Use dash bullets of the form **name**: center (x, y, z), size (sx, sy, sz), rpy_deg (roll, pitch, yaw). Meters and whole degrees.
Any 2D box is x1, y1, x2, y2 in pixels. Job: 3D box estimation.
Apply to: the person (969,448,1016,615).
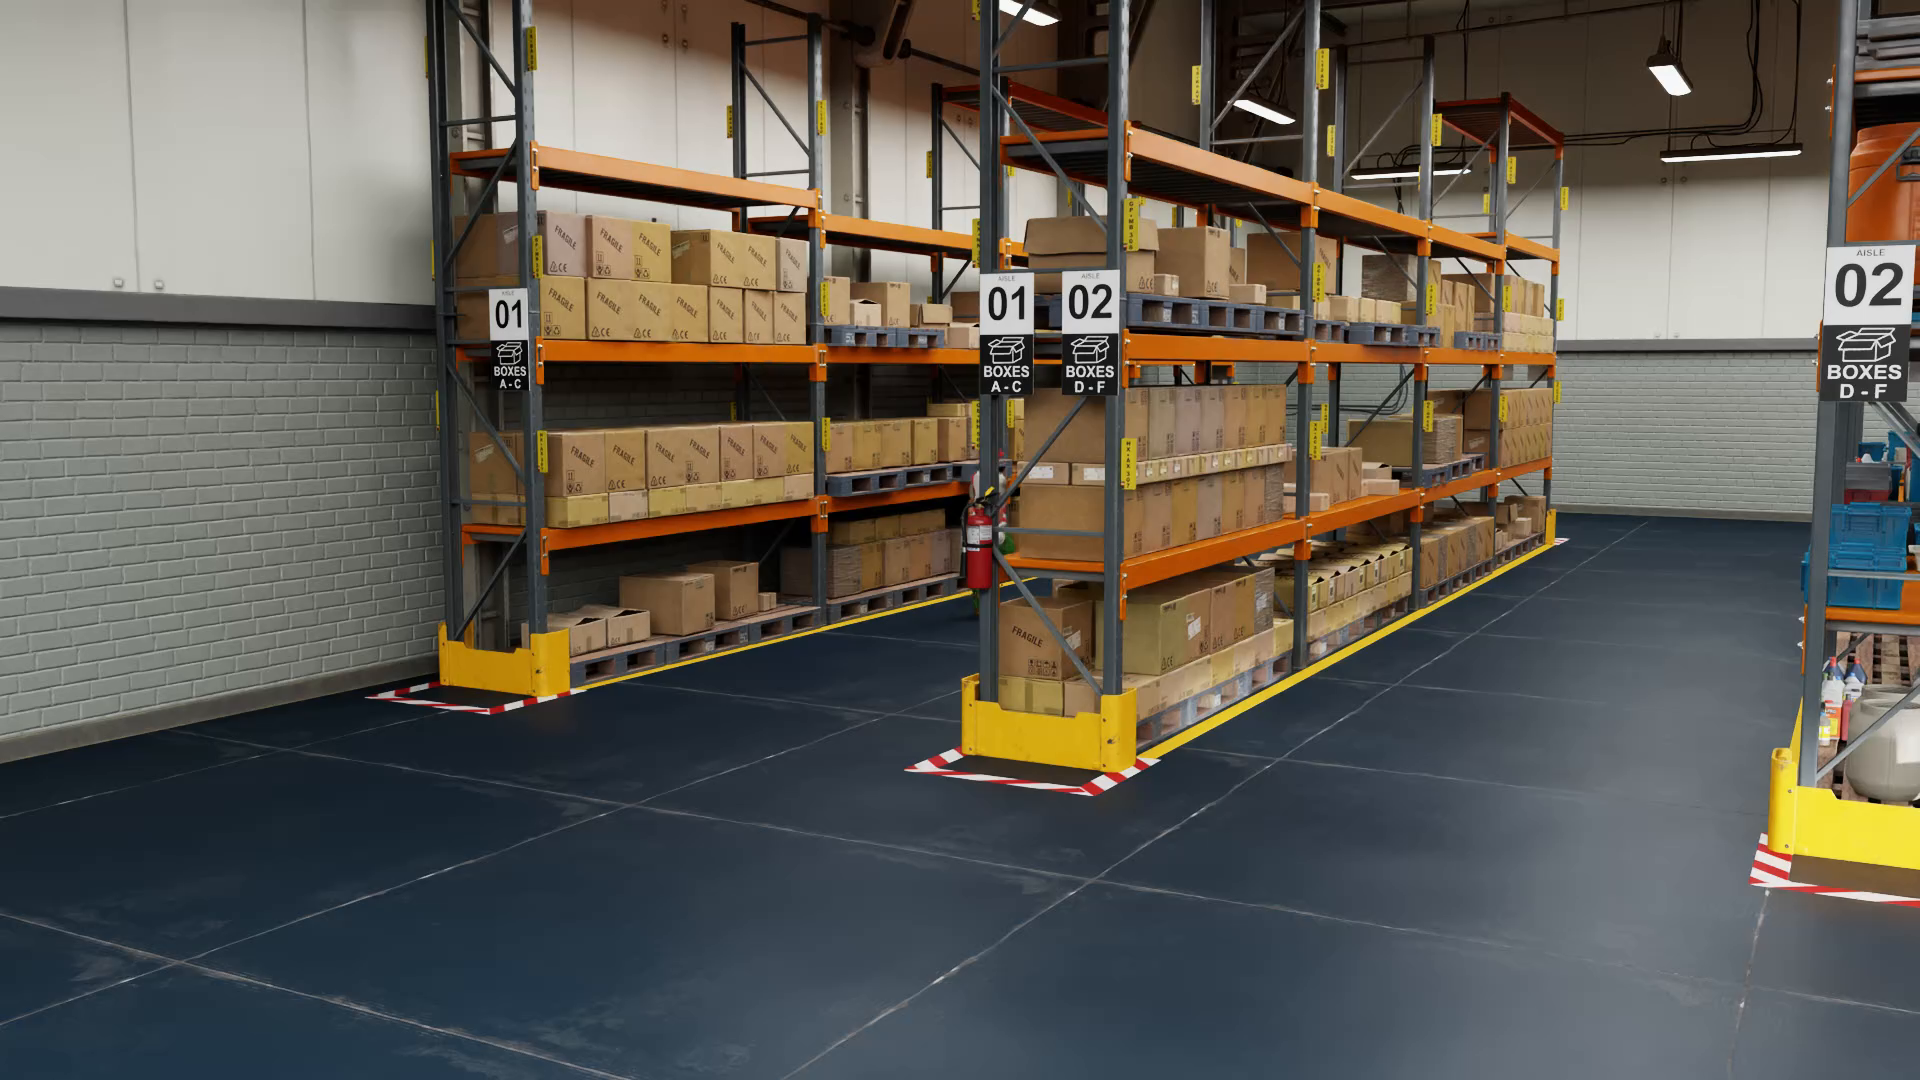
- **person**: center (0.301, -0.116, 17.470), size (0.501, 1.777, 0.585), rpy_deg (-5, 8, -41)
